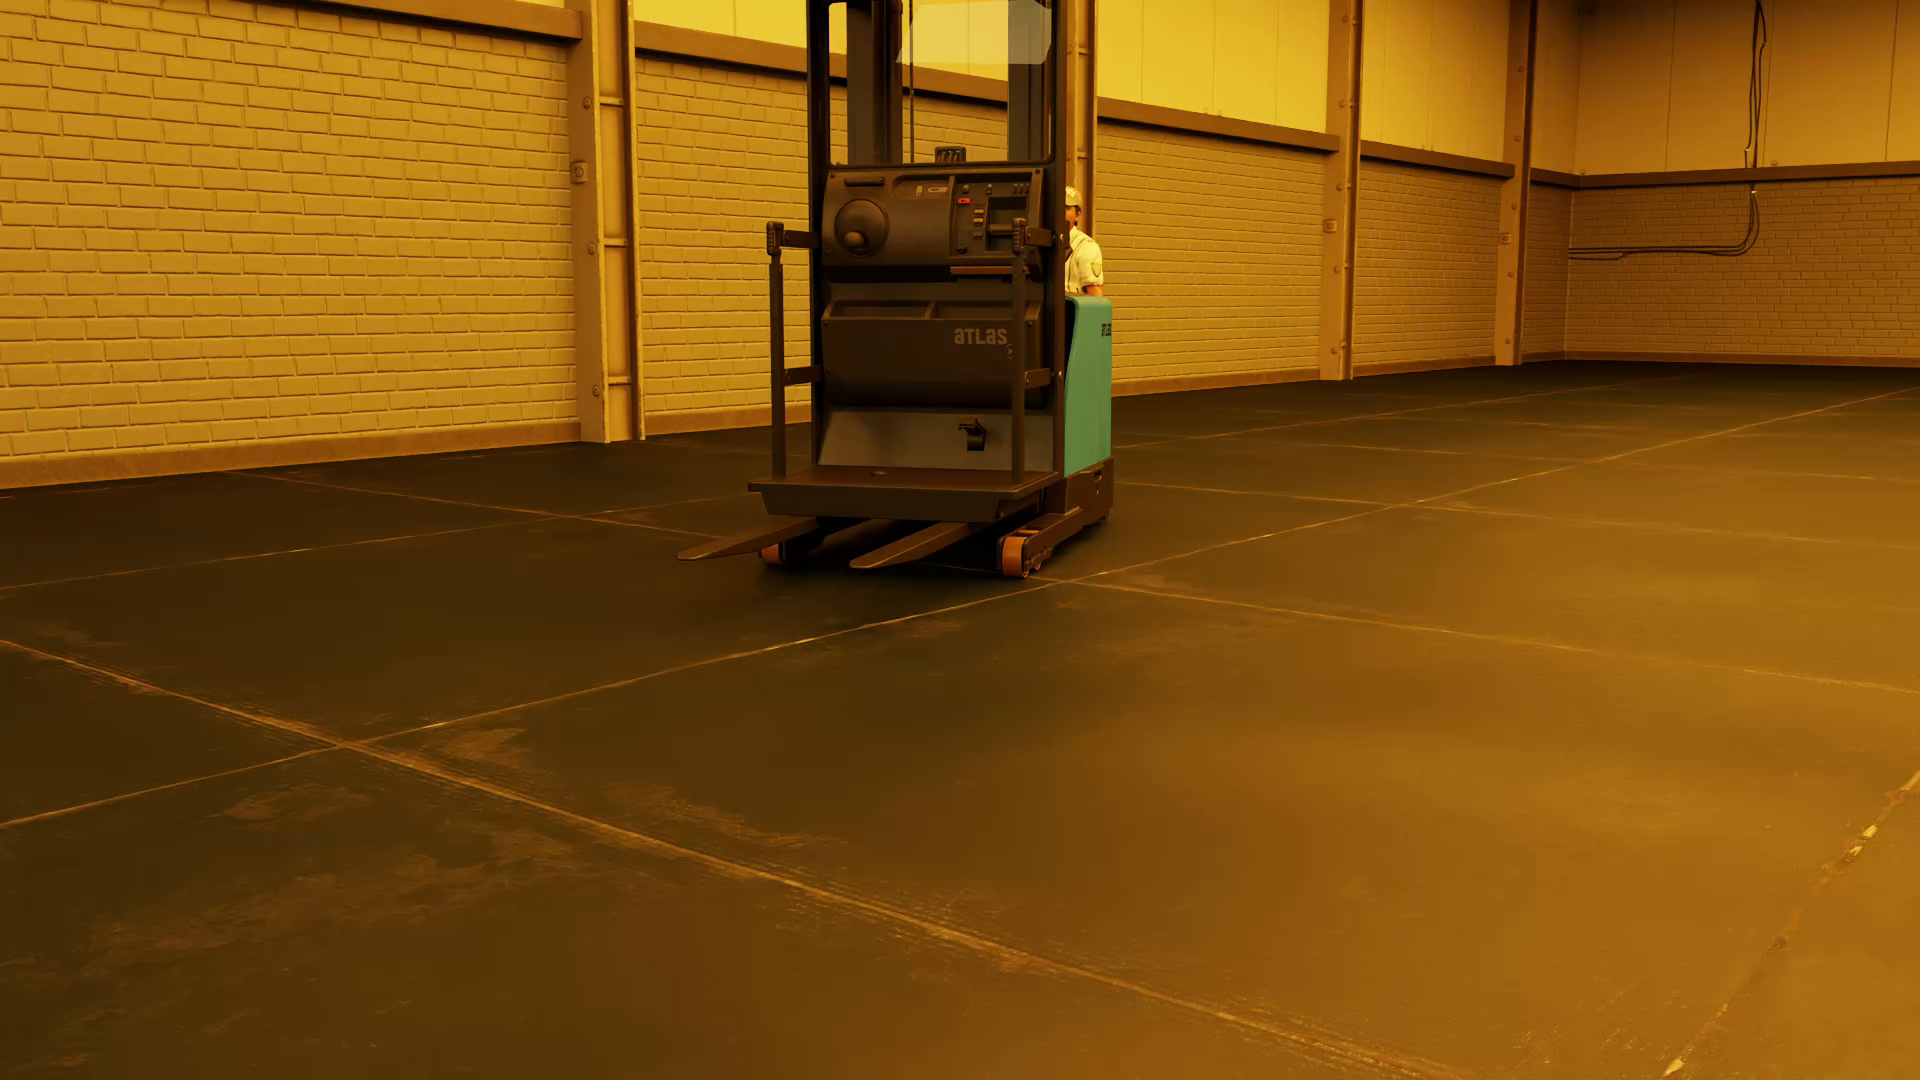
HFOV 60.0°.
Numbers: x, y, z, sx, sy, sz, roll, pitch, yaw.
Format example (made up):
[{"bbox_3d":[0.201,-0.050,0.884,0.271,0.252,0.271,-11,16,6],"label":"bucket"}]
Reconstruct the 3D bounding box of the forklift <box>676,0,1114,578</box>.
[{"bbox_3d":[-0.176,-1.366,6.616,1.130,2.935,3.031,3,9,17],"label":"forklift"}]

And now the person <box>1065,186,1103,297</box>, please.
[{"bbox_3d":[0.471,-1.122,9.268,0.599,1.670,0.529,7,11,41],"label":"person"}]
